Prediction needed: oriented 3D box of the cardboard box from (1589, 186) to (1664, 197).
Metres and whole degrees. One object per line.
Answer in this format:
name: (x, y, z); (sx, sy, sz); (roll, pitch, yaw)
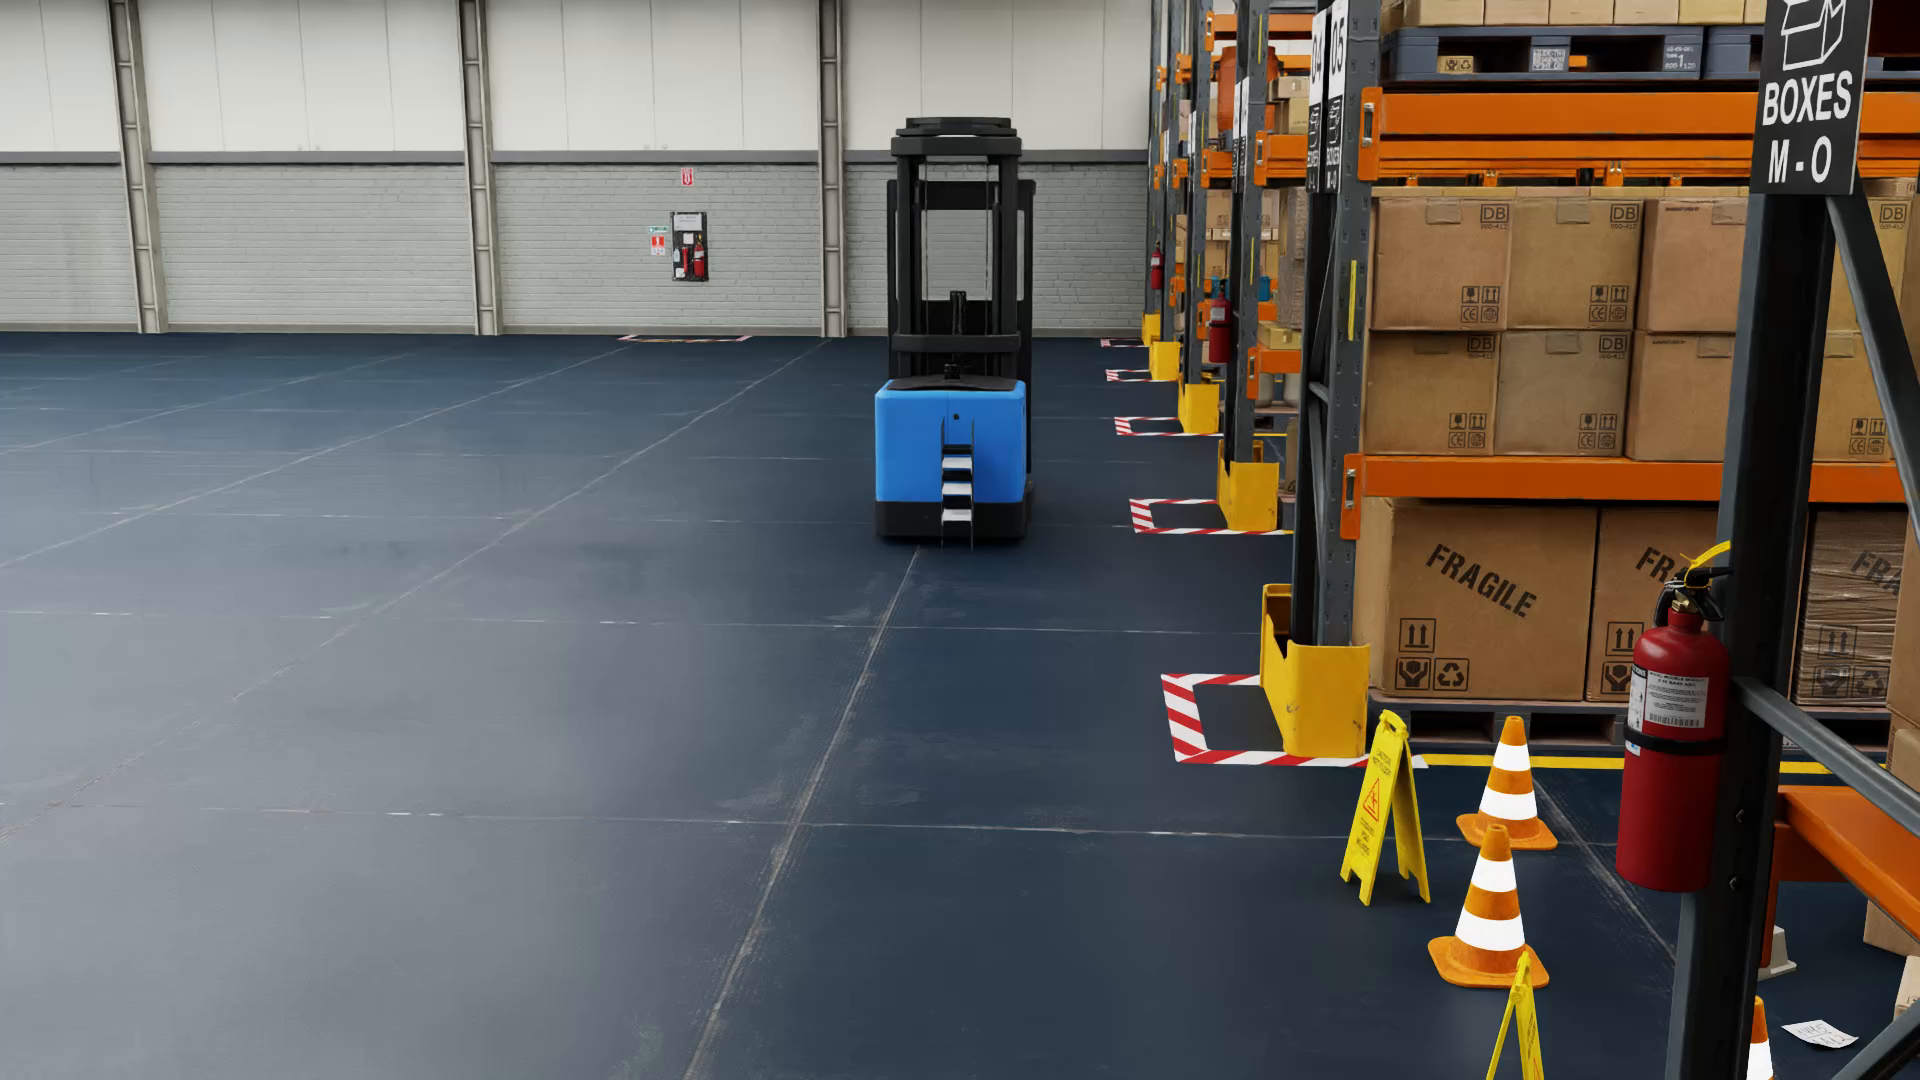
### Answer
cardboard box: (4.619, -2.244, 11.756); (0.500, 0.500, 0.500); (1, 12, 4)

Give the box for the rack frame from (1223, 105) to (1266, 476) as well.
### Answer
rack frame: (2.093, -1.651, 12.335); (0.127, 3.000, 1.000); (1, 12, 4)

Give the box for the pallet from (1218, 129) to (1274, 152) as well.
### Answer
pallet: (3.243, -4.007, 16.735); (1.213, 0.211, 1.003); (1, 12, 4)

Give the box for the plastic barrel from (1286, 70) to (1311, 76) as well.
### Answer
plastic barrel: (3.570, -4.439, 16.852); (0.600, 0.588, 0.600); (0, 12, 0)

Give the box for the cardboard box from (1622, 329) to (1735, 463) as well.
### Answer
cardboard box: (3.134, -0.680, 7.328); (0.550, 0.550, 0.875); (1, 12, 4)

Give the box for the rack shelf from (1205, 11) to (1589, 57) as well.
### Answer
rack shelf: (4.419, -5.024, 16.542); (4.000, 0.370, 1.077); (1, 12, 4)

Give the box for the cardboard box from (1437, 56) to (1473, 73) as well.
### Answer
cardboard box: (3.556, -3.483, 11.575); (0.500, 0.500, 0.500); (1, 12, 4)

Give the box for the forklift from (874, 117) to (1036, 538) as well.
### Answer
forklift: (0.017, -1.699, 12.730); (1.130, 2.935, 3.031); (1, 12, 4)

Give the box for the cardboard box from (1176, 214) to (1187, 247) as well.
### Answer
cardboard box: (3.542, -4.922, 26.459); (0.500, 0.500, 0.500); (1, 12, 4)

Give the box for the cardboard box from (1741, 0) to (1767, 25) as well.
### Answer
cardboard box: (3.240, -2.151, 6.745); (0.250, 0.149, 0.380); (1, 12, 3)

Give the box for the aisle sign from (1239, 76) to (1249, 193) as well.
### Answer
aisle sign: (2.011, -2.863, 11.780); (0.004, 0.787, 0.394); (1, 12, 4)

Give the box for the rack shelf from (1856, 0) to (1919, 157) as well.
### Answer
rack shelf: (3.426, -0.715, 2.292); (4.000, 0.370, 1.077); (1, 12, 4)

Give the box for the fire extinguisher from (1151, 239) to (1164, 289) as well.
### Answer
fire extinguisher: (2.672, -3.733, 22.479); (0.183, 0.674, 0.296); (1, 12, 4)

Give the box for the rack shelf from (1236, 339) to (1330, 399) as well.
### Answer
rack shelf: (4.088, -1.272, 12.278); (4.000, 0.370, 1.077); (1, 12, 4)

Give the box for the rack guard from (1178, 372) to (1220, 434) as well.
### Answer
rack guard: (2.503, -1.448, 17.469); (0.348, 0.500, 1.175); (1, 12, 4)

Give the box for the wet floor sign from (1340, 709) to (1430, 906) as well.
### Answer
wet floor sign: (1.499, 0.917, 5.807); (0.232, 0.644, 0.267); (-1, 12, -6)

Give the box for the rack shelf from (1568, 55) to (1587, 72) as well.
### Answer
rack shelf: (8.745, -5.981, 21.117); (4.000, 0.370, 1.077); (1, 12, 4)

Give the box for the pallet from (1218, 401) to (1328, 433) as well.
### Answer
pallet: (3.313, -1.294, 17.440); (1.213, 0.211, 1.003); (1, 12, 4)

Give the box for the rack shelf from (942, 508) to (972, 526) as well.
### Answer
rack shelf: (-0.016, -0.156, 11.357); (0.200, 0.077, 0.258); (1, 12, 3)

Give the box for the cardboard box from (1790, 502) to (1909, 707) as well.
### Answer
cardboard box: (4.129, 0.216, 7.575); (0.875, 0.875, 0.875); (1, 12, 4)

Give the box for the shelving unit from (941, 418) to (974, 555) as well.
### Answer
shelving unit: (-0.016, -0.365, 11.313); (0.210, 0.900, 0.258); (1, 12, 3)

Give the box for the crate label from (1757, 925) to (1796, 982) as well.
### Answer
crate label: (2.469, 1.284, 5.297); (0.298, 0.136, 0.250); (-6, 13, -26)

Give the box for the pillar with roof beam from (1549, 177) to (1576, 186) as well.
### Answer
pillar with roof beam: (9.541, -6.829, 22.435); (0.400, 9.000, 9.100); (1, 12, 4)

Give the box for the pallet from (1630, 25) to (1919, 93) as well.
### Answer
pallet: (3.622, -2.040, 7.084); (1.213, 0.211, 1.003); (1, 12, 4)

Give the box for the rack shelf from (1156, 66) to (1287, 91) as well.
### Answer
rack shelf: (5.081, -7.242, 26.176); (4.000, 0.370, 1.077); (1, 12, 4)

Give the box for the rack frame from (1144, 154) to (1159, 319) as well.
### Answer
rack frame: (3.086, -4.687, 26.847); (0.127, 3.000, 1.000); (1, 12, 4)

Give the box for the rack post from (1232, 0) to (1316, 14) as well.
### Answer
rack post: (3.169, -5.318, 16.435); (0.954, 0.300, 0.937); (2, 12, 10)

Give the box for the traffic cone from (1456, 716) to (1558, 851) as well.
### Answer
traffic cone: (2.095, 0.900, 6.336); (0.334, 0.463, 0.336); (1, 12, 4)

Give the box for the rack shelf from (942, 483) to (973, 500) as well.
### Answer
rack shelf: (-0.016, -0.332, 11.320); (0.200, 0.077, 0.258); (1, 12, 3)

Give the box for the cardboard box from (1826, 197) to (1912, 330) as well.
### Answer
cardboard box: (3.670, -1.223, 7.287); (0.500, 0.550, 0.875); (1, 12, 4)

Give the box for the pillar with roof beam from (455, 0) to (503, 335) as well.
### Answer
pillar with roof beam: (-8.419, -7.075, 23.613); (0.400, 9.000, 9.100); (1, 12, 4)

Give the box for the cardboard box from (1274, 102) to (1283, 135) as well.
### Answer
cardboard box: (2.591, -3.091, 12.260); (0.500, 0.250, 0.500); (1, 12, 5)

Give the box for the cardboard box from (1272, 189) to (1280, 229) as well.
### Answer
cardboard box: (4.304, -4.336, 21.758); (0.500, 0.500, 0.700); (1, 12, 4)

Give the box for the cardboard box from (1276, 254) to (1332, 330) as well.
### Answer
cardboard box: (2.640, -1.832, 12.231); (0.500, 0.500, 0.875); (1, 12, 4)

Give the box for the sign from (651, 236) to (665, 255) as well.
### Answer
sign: (-5.153, -5.024, 28.371); (0.234, 0.329, 0.001); (1, 12, 4)

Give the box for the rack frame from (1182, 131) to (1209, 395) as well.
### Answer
rack frame: (2.424, -2.663, 17.172); (0.127, 3.000, 1.000); (1, 12, 4)

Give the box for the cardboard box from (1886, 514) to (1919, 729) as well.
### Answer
cardboard box: (1.990, 0.130, 2.849); (0.500, 0.500, 0.500); (1, 12, 3)

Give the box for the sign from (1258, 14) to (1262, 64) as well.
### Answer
sign: (2.057, -3.436, 11.408); (0.005, 0.325, 0.100); (1, 12, 4)

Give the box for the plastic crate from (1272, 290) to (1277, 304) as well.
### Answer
plastic crate: (3.295, -2.456, 16.826); (0.250, 0.136, 0.298); (1, 12, 4)

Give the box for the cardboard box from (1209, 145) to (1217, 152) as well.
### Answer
cardboard box: (3.936, -6.143, 26.192); (0.500, 0.500, 0.500); (2, 12, 8)

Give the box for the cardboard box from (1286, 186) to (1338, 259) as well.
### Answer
cardboard box: (2.623, -2.272, 11.890); (0.500, 0.500, 0.500); (1, 12, 4)

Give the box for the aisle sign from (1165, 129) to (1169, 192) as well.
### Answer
aisle sign: (2.672, -4.886, 21.448); (0.004, 0.787, 0.394); (1, 12, 4)

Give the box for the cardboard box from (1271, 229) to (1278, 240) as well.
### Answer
cardboard box: (4.166, -3.978, 21.631); (0.250, 0.149, 0.380); (0, 12, 2)

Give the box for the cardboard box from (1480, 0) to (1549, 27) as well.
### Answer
cardboard box: (2.235, -2.165, 6.811); (0.250, 0.149, 0.380); (1, 12, 4)
